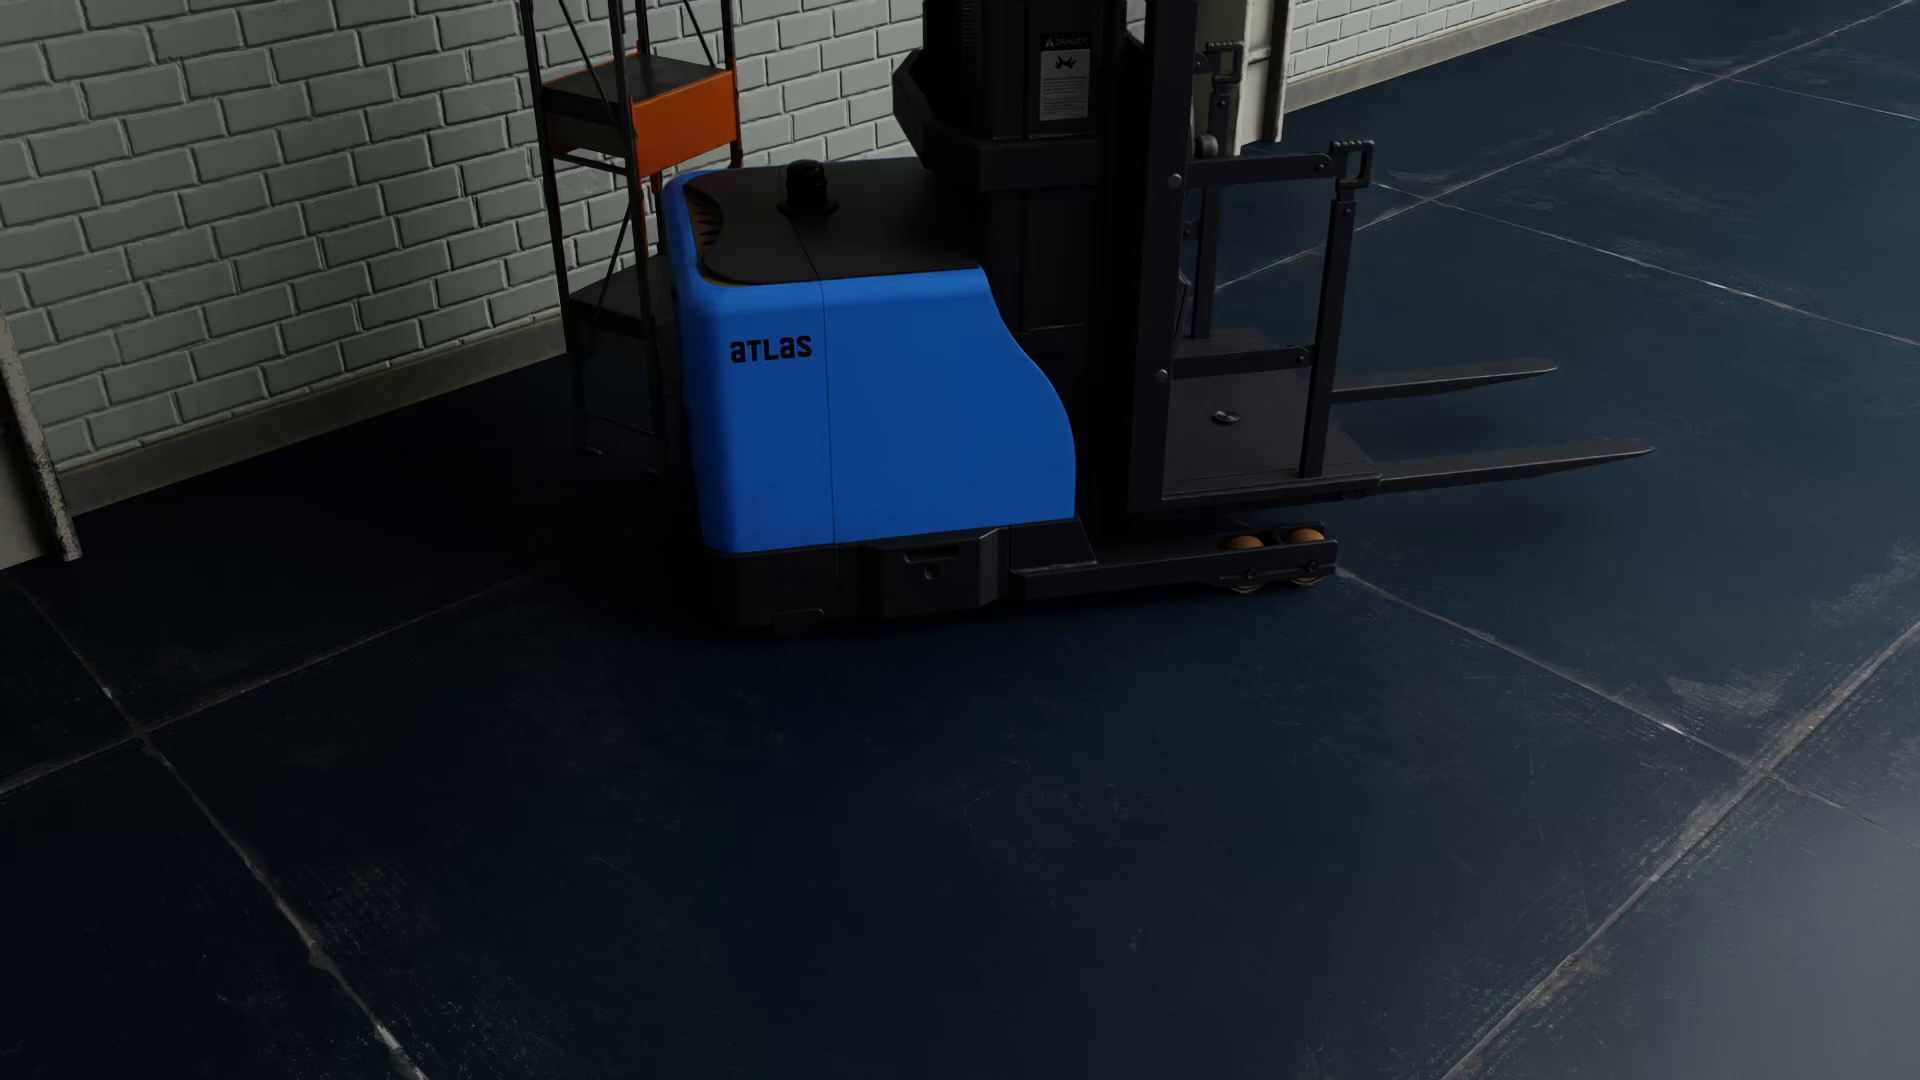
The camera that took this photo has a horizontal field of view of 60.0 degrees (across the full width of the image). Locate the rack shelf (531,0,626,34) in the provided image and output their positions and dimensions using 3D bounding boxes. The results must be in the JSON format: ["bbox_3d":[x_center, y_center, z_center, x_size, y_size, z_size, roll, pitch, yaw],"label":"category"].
[{"bbox_3d":[-1.014,-1.851,4.948,0.431,0.518,0.480,19,36,28],"label":"rack shelf"}]

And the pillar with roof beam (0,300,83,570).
[{"bbox_3d":[-0.048,-2.132,0.110,0.400,9.000,9.100,-26,40,-35],"label":"pillar with roof beam"}]

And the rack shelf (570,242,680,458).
[{"bbox_3d":[-1.014,-0.656,5.678,0.431,0.518,0.480,19,36,28],"label":"rack shelf"}]

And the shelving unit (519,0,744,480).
[{"bbox_3d":[-1.014,-1.265,5.306,0.431,2.100,0.503,19,36,28],"label":"shelving unit"}]

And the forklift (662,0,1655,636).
[{"bbox_3d":[0.665,-1.358,4.661,3.031,2.935,1.130,-6,32,-10],"label":"forklift"}]

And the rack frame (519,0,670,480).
[{"bbox_3d":[-1.148,-1.159,5.132,0.400,2.100,0.015,19,36,28],"label":"rack frame"}]

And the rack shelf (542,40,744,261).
[{"bbox_3d":[-1.014,-1.253,5.313,0.431,0.518,0.480,19,36,28],"label":"rack shelf"}]

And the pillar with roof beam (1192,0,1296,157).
[{"bbox_3d":[4.352,-4.260,3.591,0.400,9.000,9.100,-26,40,-35],"label":"pillar with roof beam"}]

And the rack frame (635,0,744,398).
[{"bbox_3d":[-0.880,-1.372,5.480,0.400,2.100,0.015,19,36,28],"label":"rack frame"}]
